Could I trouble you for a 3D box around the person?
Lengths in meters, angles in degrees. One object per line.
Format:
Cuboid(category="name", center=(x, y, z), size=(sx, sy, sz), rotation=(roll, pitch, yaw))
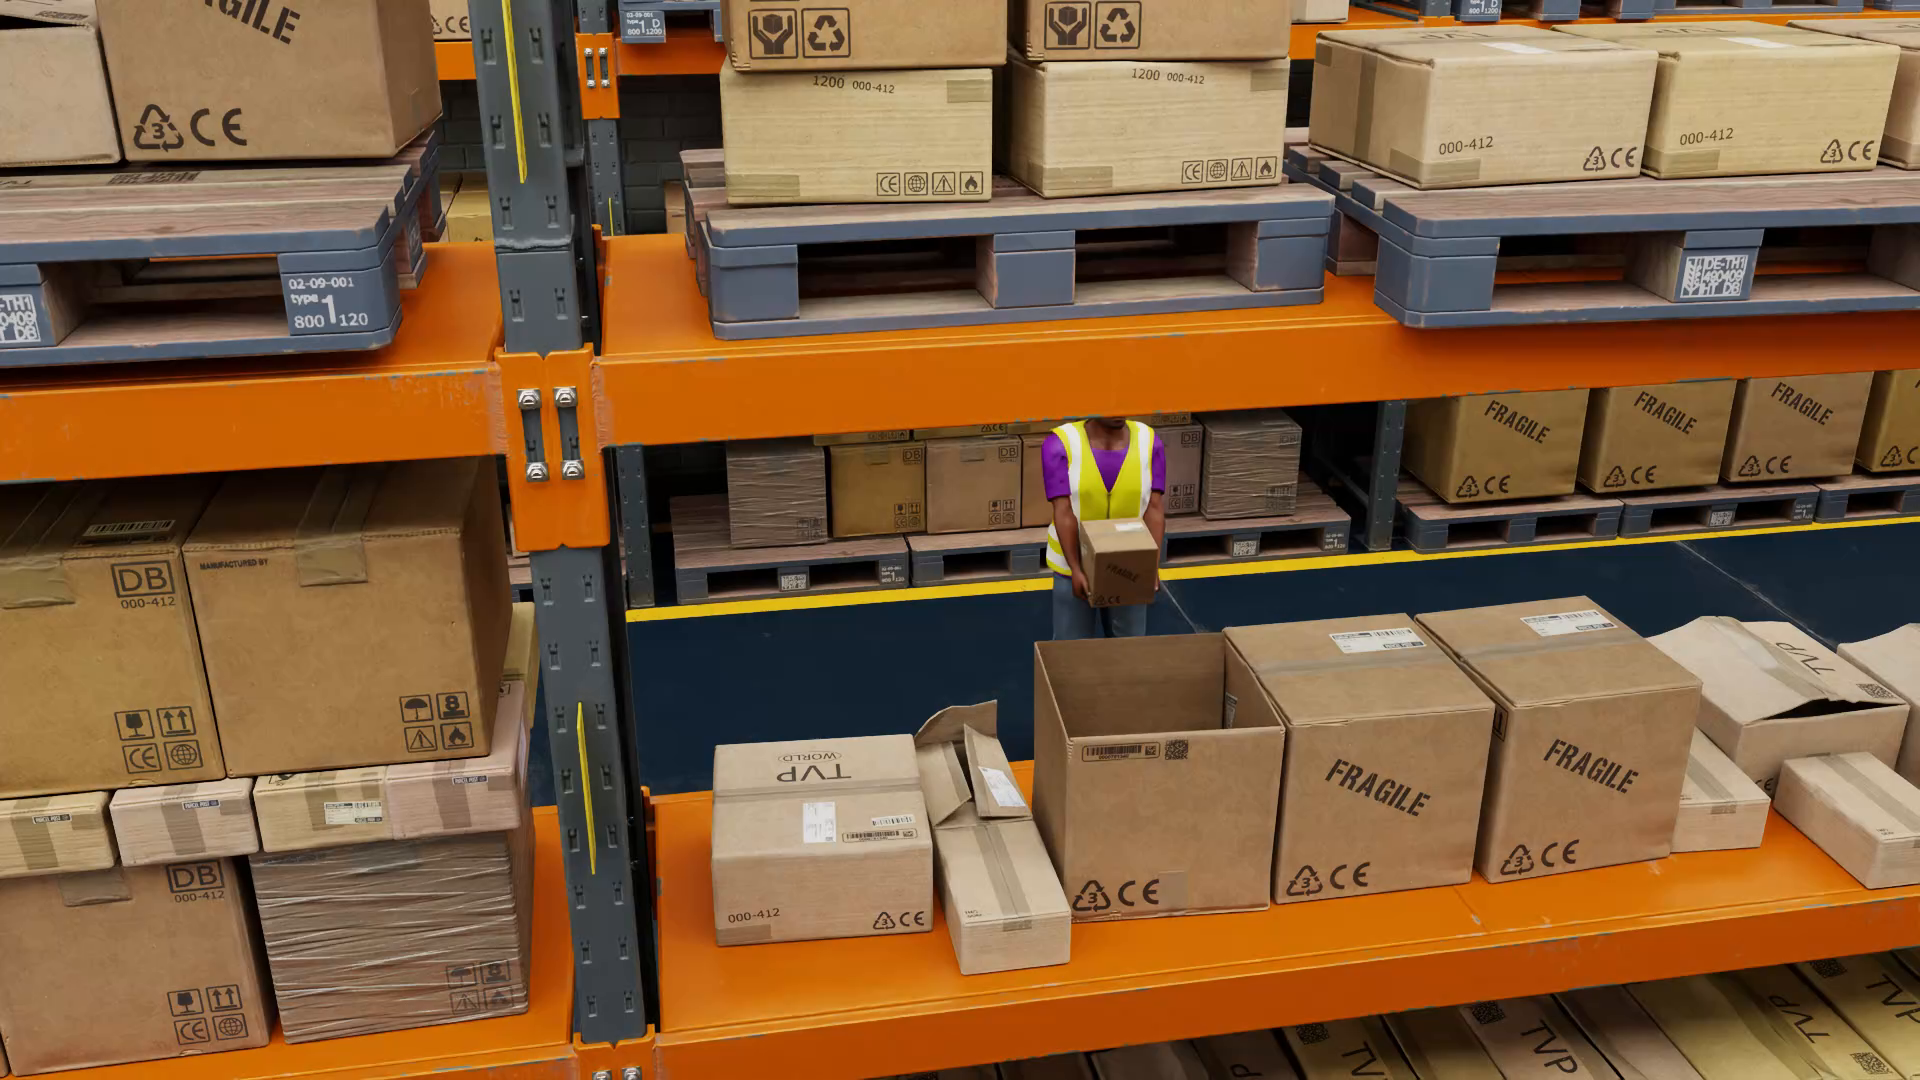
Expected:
Cuboid(category="person", center=(0.598, 0.156, 6.714), size=(0.503, 1.758, 0.587), rotation=(-4, 23, -9))
